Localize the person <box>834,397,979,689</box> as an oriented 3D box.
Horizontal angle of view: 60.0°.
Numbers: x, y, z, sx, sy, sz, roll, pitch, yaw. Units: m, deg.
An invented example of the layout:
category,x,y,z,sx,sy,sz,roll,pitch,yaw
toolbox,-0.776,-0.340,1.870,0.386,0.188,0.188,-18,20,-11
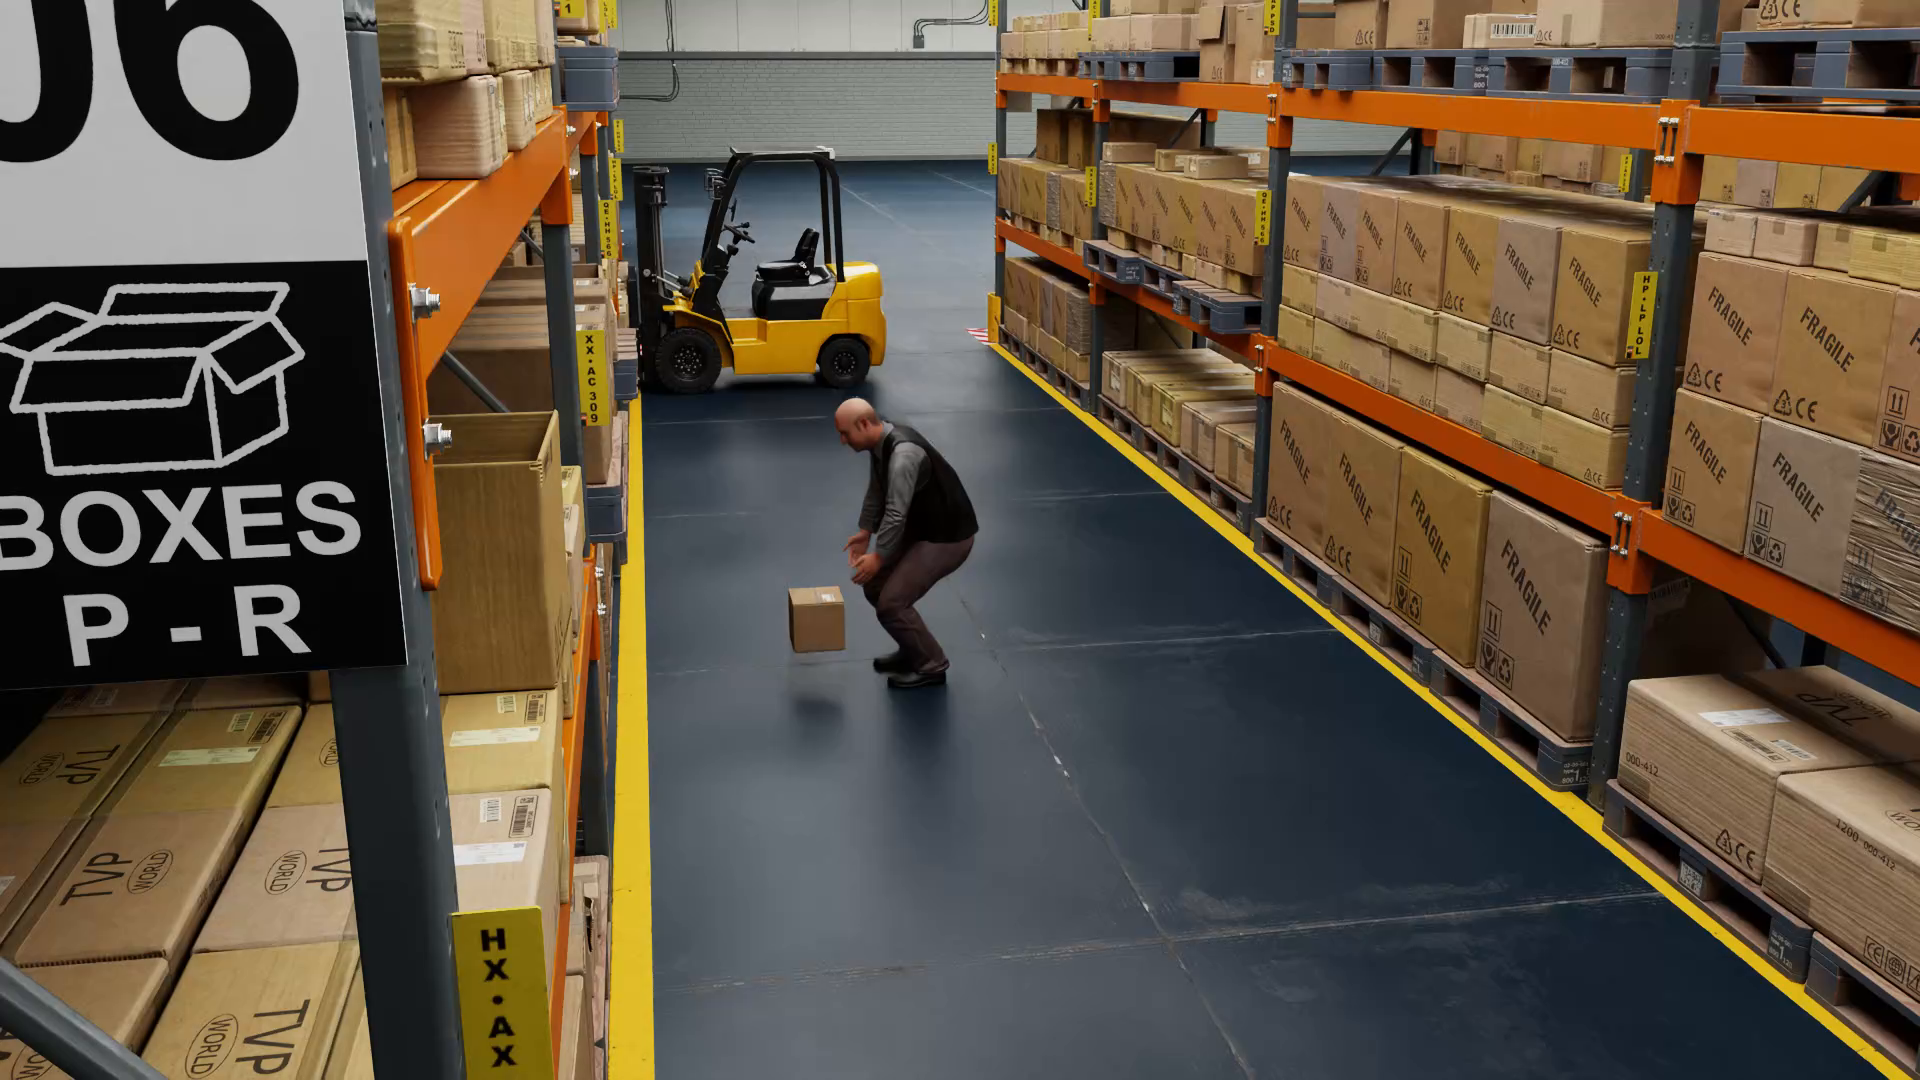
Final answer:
category,x,y,z,sx,sy,sz,roll,pitch,yaw
person,-0.257,0.066,8.115,0.689,1.303,0.591,-3,17,-10
